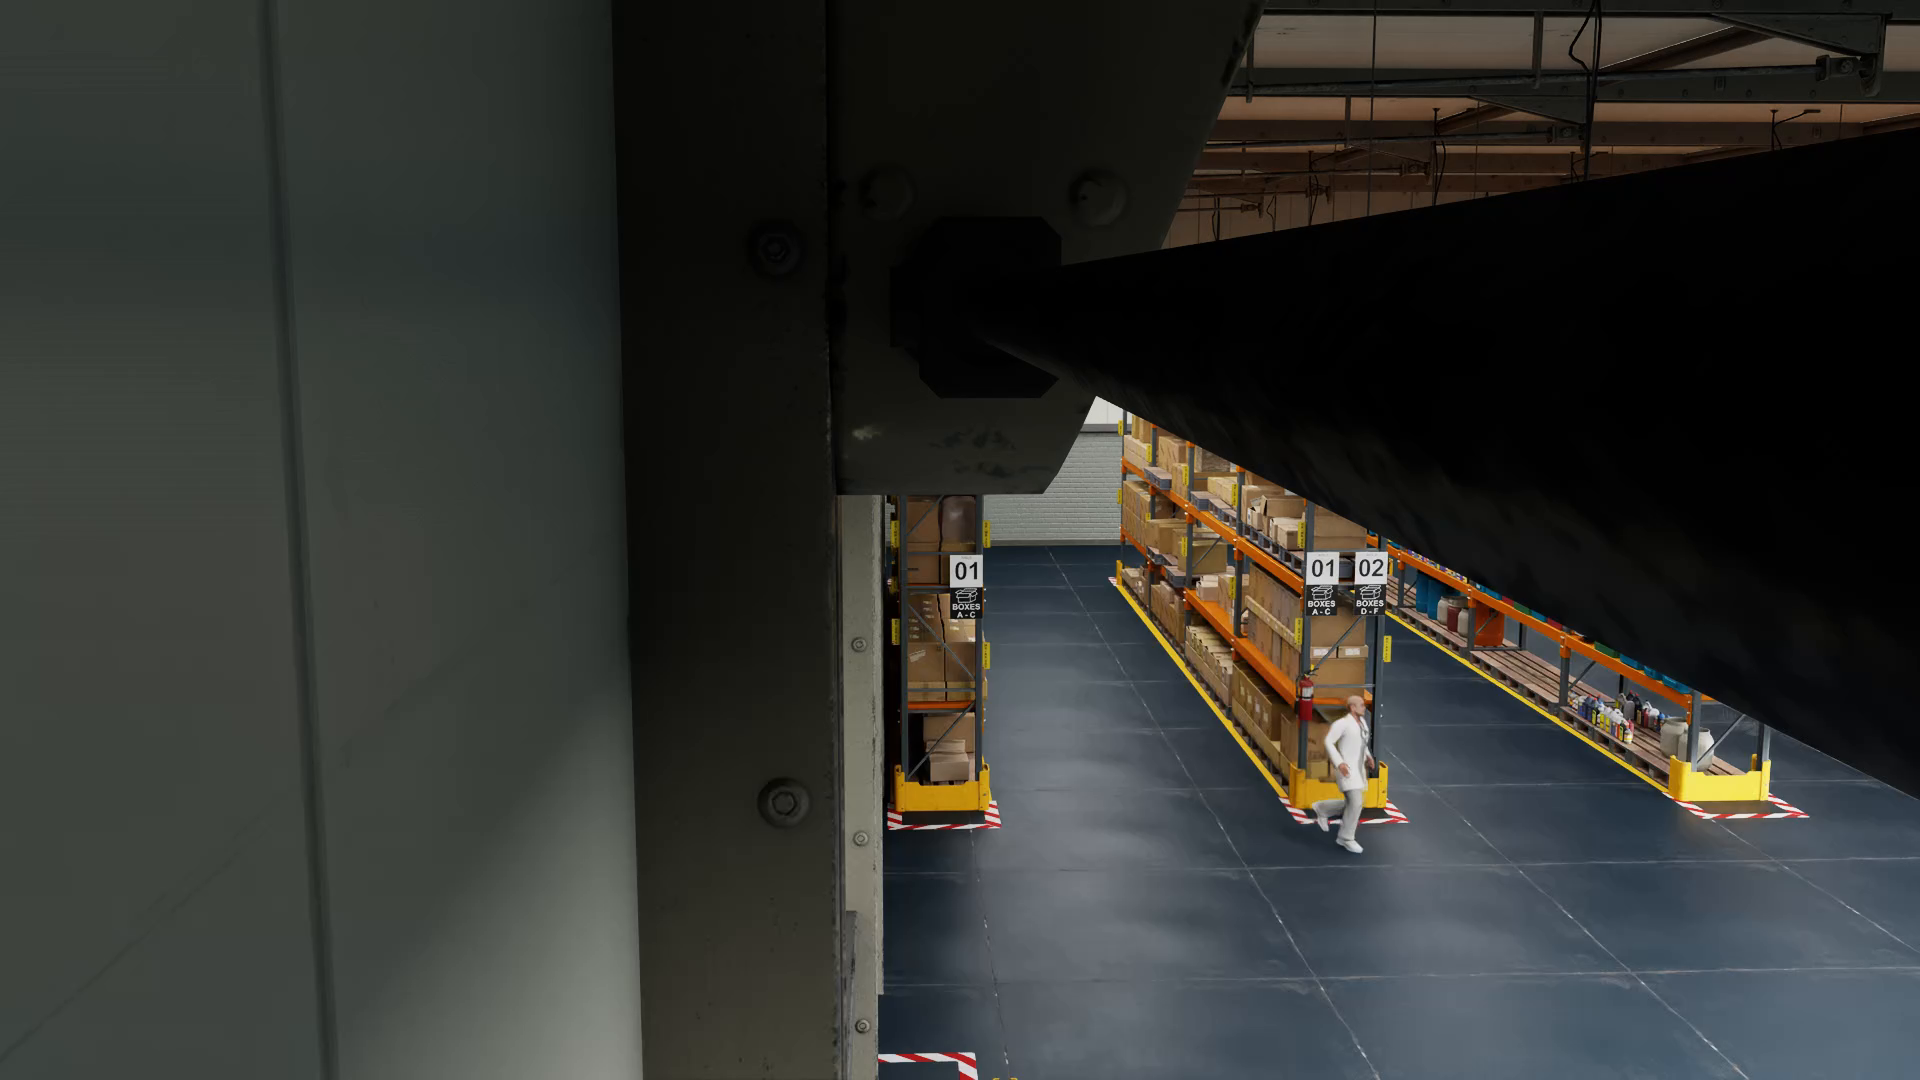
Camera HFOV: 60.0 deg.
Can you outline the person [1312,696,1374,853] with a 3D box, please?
[{"bbox_3d":[4.482,2.666,19.308,0.776,1.739,0.756,8,12,43],"label":"person"}]
